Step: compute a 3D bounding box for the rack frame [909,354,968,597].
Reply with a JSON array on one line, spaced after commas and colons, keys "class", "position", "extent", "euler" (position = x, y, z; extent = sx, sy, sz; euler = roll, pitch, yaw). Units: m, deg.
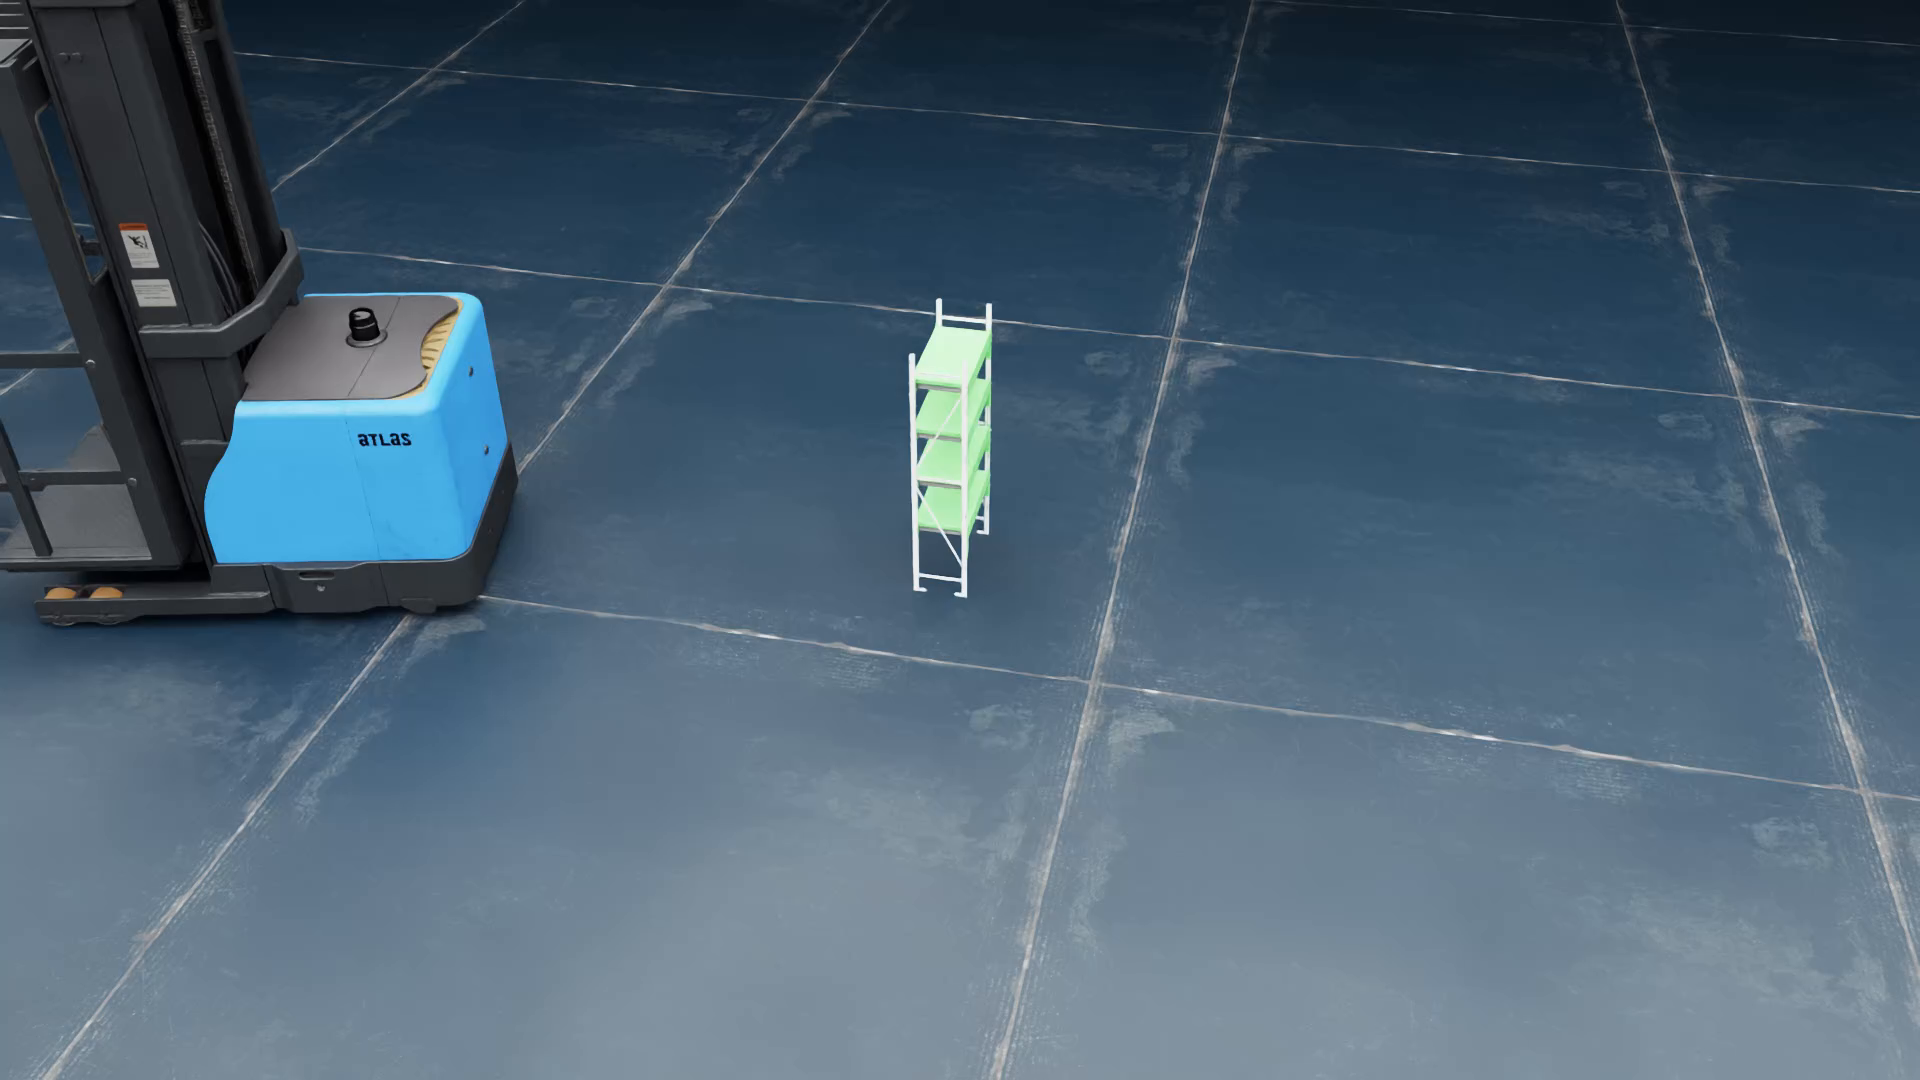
[{"class": "rack frame", "position": [-0.087, -0.251, 7.074], "extent": [0.240, 1.200, 0.015], "euler": [7, 37, 10]}]

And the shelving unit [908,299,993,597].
[{"class": "shelving unit", "position": [-0.035, -0.391, 7.267], "extent": [0.258, 1.200, 0.503], "euler": [7, 37, 10]}]

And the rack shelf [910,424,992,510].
[{"class": "rack shelf", "position": [-0.035, -0.339, 7.304], "extent": [0.258, 0.148, 0.480], "euler": [7, 37, 10]}]

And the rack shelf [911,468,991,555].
[{"class": "rack shelf", "position": [-0.035, -0.145, 7.445], "extent": [0.258, 0.148, 0.480], "euler": [7, 37, 10]}]

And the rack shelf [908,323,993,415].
[{"class": "rack shelf", "position": [-0.035, -0.728, 7.023], "extent": [0.258, 0.148, 0.480], "euler": [7, 37, 10]}]

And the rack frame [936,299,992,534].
[{"class": "rack frame", "position": [0.017, -0.531, 7.460], "extent": [0.240, 1.200, 0.015], "euler": [7, 37, 10]}]

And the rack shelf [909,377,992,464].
[{"class": "rack shelf", "position": [-0.035, -0.534, 7.164], "extent": [0.258, 0.148, 0.480], "euler": [7, 37, 10]}]

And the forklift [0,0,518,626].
[{"class": "forklift", "position": [-3.629, -1.129, 6.811], "extent": [3.031, 2.935, 1.130], "euler": [-1, 36, -1]}]
